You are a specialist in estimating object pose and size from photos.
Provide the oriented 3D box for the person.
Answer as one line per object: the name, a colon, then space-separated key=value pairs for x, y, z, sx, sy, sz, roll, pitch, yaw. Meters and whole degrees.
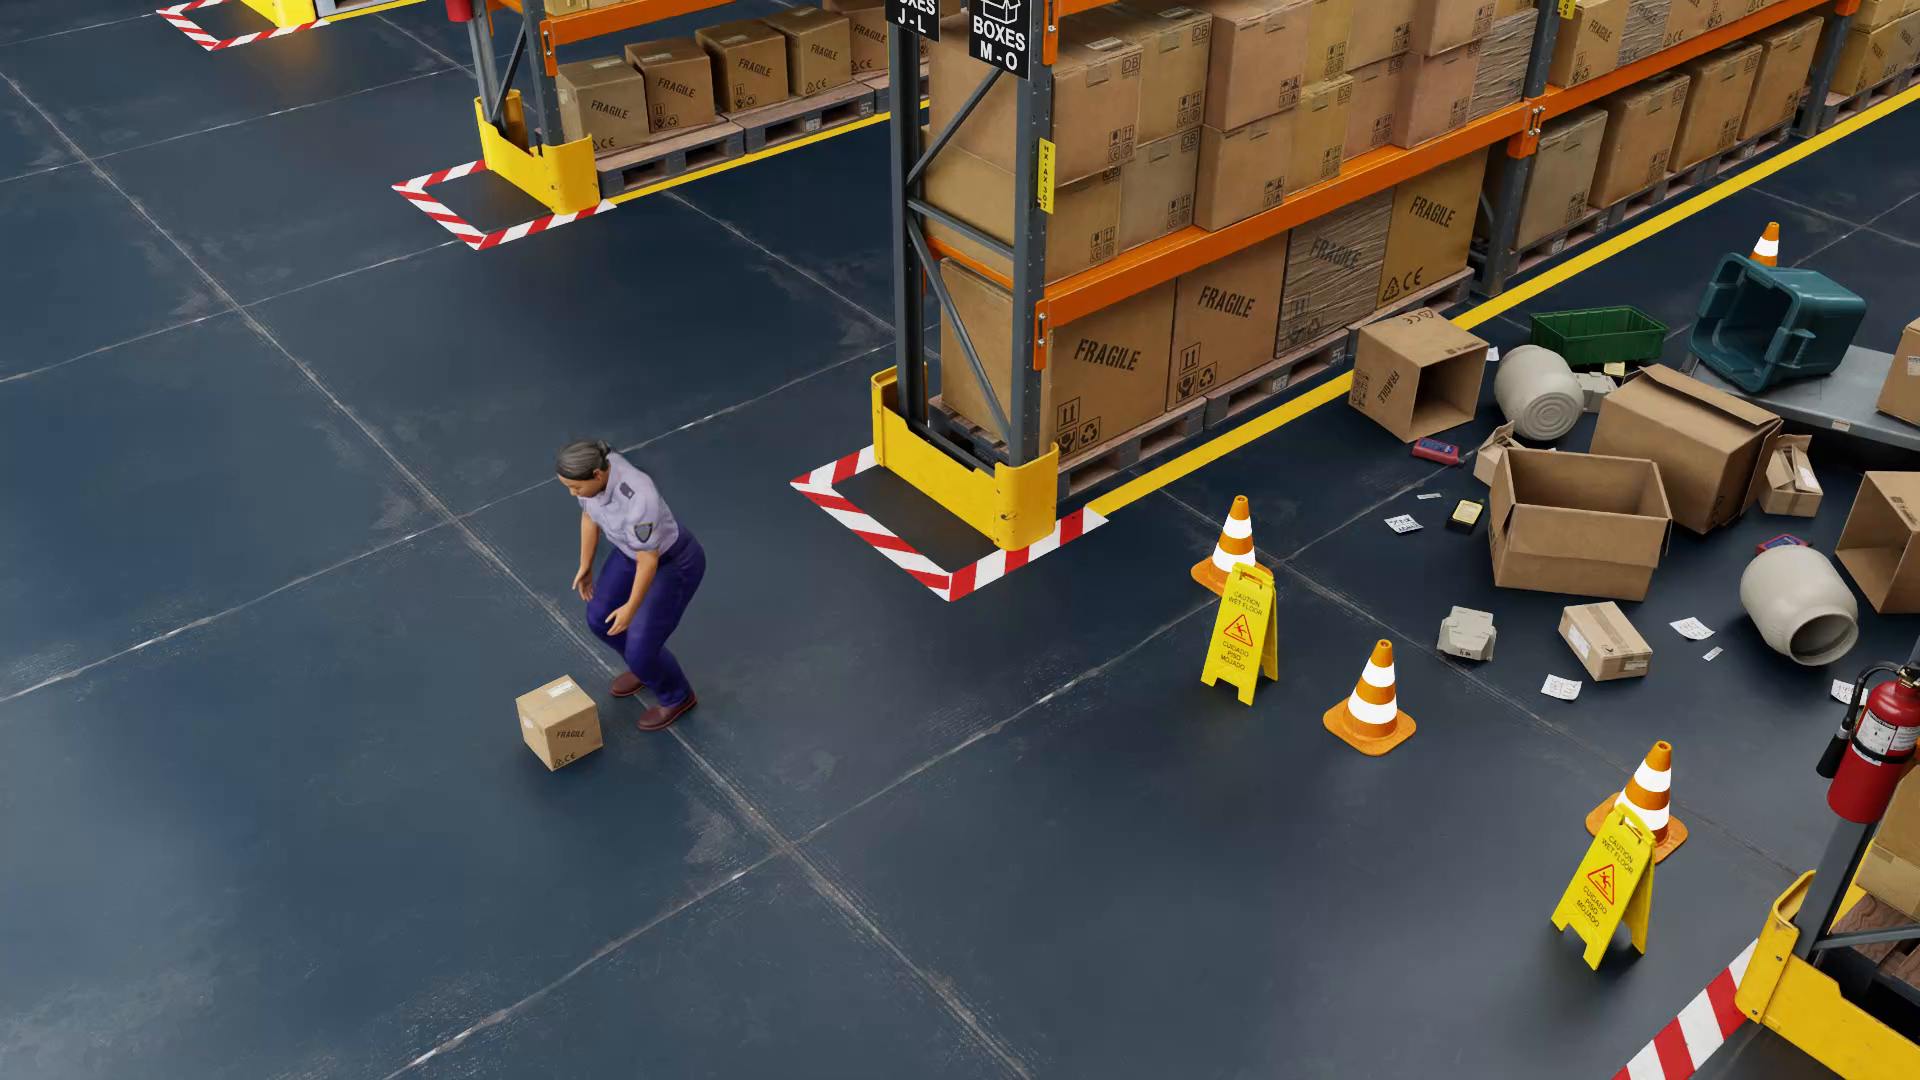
person: x=-1.363 y=0.141 z=7.059 sx=0.573 sy=1.469 sz=0.521 roll=-26 pitch=43 yaw=-31
